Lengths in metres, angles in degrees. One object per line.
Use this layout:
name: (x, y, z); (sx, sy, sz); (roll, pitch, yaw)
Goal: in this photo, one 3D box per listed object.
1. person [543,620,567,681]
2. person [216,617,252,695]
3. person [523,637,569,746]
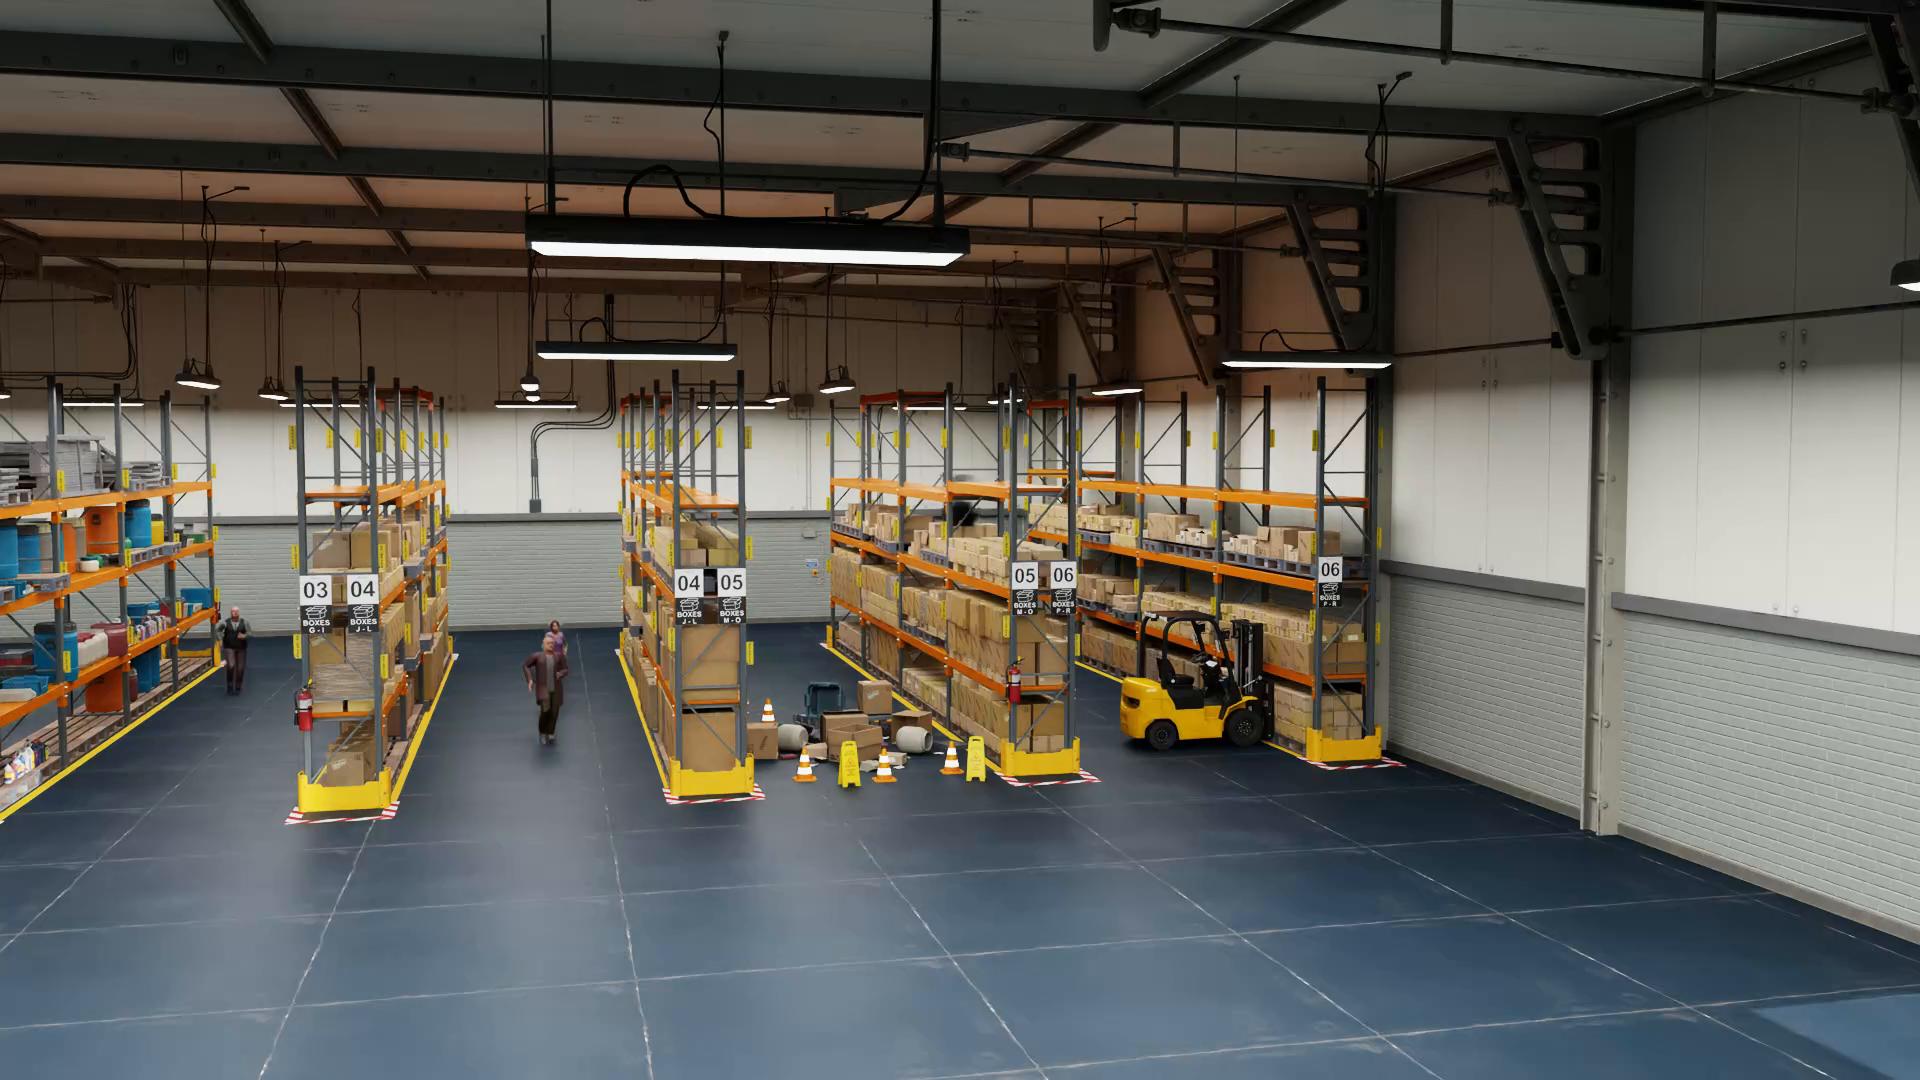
person: (-7.845, 2.318, 32.169); (0.490, 1.559, 0.658); (-1, 4, -19)
person: (-14.359, 2.284, 32.917); (0.638, 1.549, 0.546); (-2, 4, -29)
person: (-6.771, 2.488, 27.347); (0.703, 1.791, 0.764); (-2, 4, -26)
